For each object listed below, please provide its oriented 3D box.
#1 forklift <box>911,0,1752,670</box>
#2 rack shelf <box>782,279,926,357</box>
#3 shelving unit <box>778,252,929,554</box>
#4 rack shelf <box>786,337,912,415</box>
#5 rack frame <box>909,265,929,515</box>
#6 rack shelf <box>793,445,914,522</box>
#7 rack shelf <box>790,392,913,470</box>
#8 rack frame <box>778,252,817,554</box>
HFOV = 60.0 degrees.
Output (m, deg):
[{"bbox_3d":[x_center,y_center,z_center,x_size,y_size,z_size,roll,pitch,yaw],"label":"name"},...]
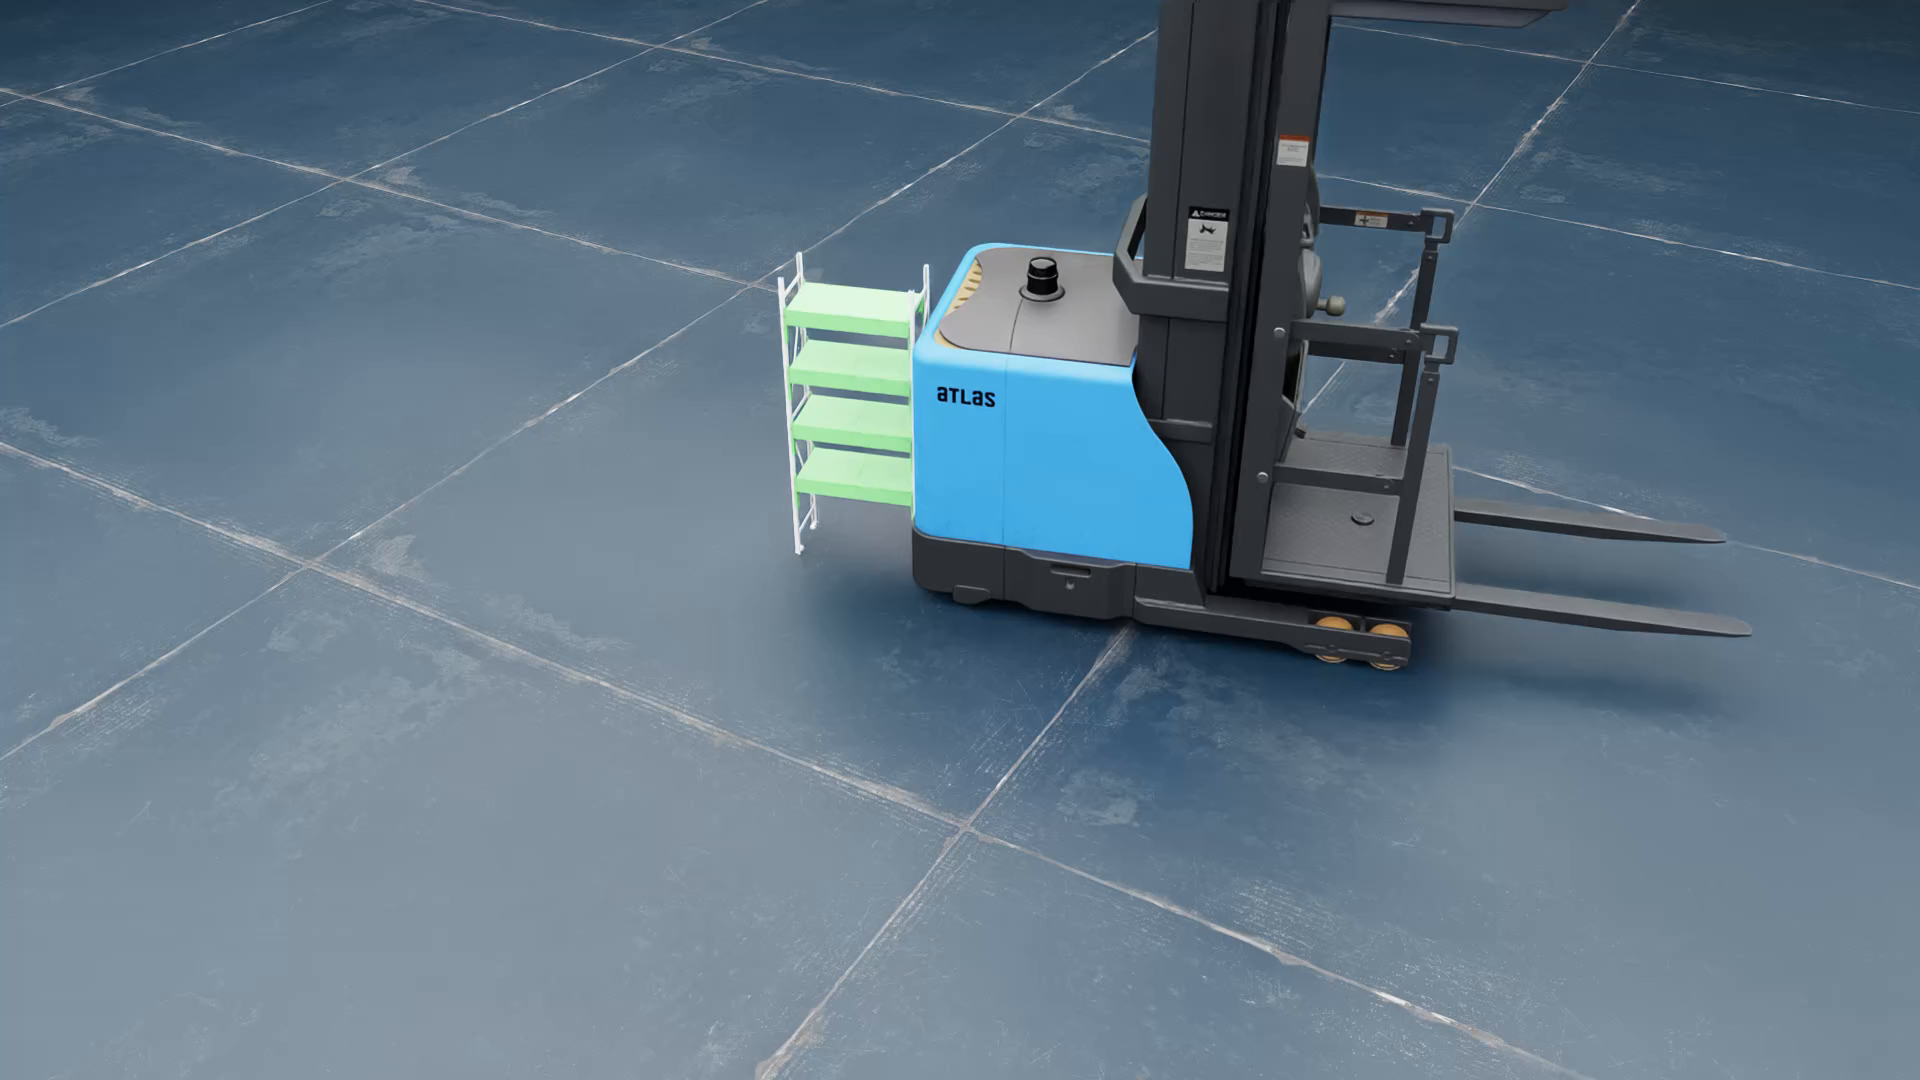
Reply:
[{"bbox_3d":[1.389,-1.073,5.716,3.031,2.935,1.130,7,34,11],"label":"forklift"},{"bbox_3d":[-0.386,-0.823,6.153,0.480,0.148,0.258,7,34,11],"label":"rack shelf"},{"bbox_3d":[-0.386,-0.477,6.384,0.503,1.200,0.258,7,34,11],"label":"shelving unit"},{"bbox_3d":[-0.386,-0.624,6.286,0.480,0.148,0.258,7,34,11],"label":"rack shelf"},{"bbox_3d":[-0.148,-0.446,6.338,0.015,1.200,0.240,7,34,11],"label":"rack frame"},{"bbox_3d":[-0.386,-0.224,6.552,0.480,0.148,0.258,7,34,11],"label":"rack shelf"},{"bbox_3d":[-0.386,-0.424,6.419,0.480,0.148,0.258,7,34,11],"label":"rack shelf"},{"bbox_3d":[-0.624,-0.508,6.430,0.015,1.200,0.240,7,34,11],"label":"rack frame"}]
